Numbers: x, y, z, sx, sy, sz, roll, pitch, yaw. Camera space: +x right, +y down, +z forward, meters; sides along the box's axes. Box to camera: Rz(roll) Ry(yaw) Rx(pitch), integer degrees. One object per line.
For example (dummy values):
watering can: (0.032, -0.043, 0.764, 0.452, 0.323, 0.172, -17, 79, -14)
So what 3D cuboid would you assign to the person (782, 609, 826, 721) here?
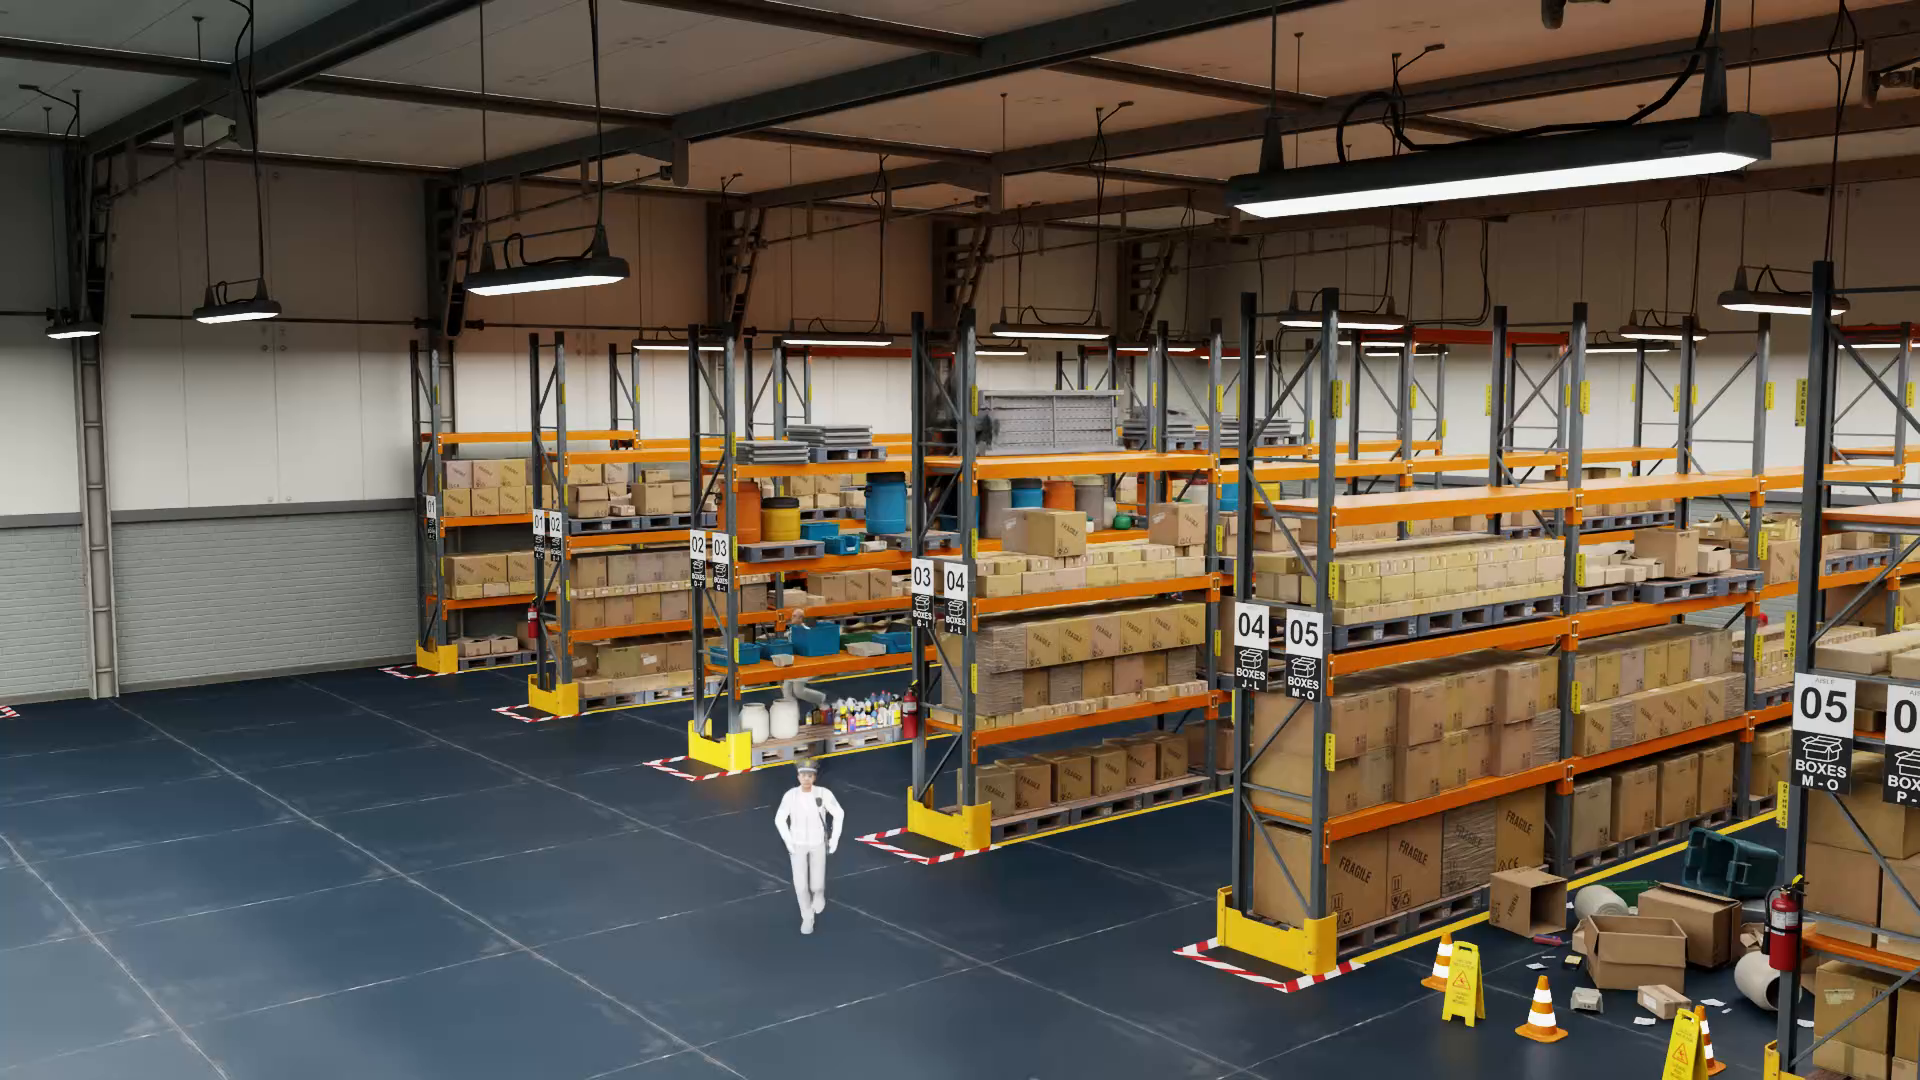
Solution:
person: (-2.454, 1.926, 25.586, 0.798, 1.742, 0.709, -5, 7, -40)

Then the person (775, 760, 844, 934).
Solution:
person: (-1.434, 2.896, 15.834, 0.653, 1.669, 0.547, 0, 5, -3)

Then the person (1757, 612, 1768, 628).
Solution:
person: (11.966, 1.984, 24.846, 0.761, 1.825, 0.630, -4, 7, -37)
